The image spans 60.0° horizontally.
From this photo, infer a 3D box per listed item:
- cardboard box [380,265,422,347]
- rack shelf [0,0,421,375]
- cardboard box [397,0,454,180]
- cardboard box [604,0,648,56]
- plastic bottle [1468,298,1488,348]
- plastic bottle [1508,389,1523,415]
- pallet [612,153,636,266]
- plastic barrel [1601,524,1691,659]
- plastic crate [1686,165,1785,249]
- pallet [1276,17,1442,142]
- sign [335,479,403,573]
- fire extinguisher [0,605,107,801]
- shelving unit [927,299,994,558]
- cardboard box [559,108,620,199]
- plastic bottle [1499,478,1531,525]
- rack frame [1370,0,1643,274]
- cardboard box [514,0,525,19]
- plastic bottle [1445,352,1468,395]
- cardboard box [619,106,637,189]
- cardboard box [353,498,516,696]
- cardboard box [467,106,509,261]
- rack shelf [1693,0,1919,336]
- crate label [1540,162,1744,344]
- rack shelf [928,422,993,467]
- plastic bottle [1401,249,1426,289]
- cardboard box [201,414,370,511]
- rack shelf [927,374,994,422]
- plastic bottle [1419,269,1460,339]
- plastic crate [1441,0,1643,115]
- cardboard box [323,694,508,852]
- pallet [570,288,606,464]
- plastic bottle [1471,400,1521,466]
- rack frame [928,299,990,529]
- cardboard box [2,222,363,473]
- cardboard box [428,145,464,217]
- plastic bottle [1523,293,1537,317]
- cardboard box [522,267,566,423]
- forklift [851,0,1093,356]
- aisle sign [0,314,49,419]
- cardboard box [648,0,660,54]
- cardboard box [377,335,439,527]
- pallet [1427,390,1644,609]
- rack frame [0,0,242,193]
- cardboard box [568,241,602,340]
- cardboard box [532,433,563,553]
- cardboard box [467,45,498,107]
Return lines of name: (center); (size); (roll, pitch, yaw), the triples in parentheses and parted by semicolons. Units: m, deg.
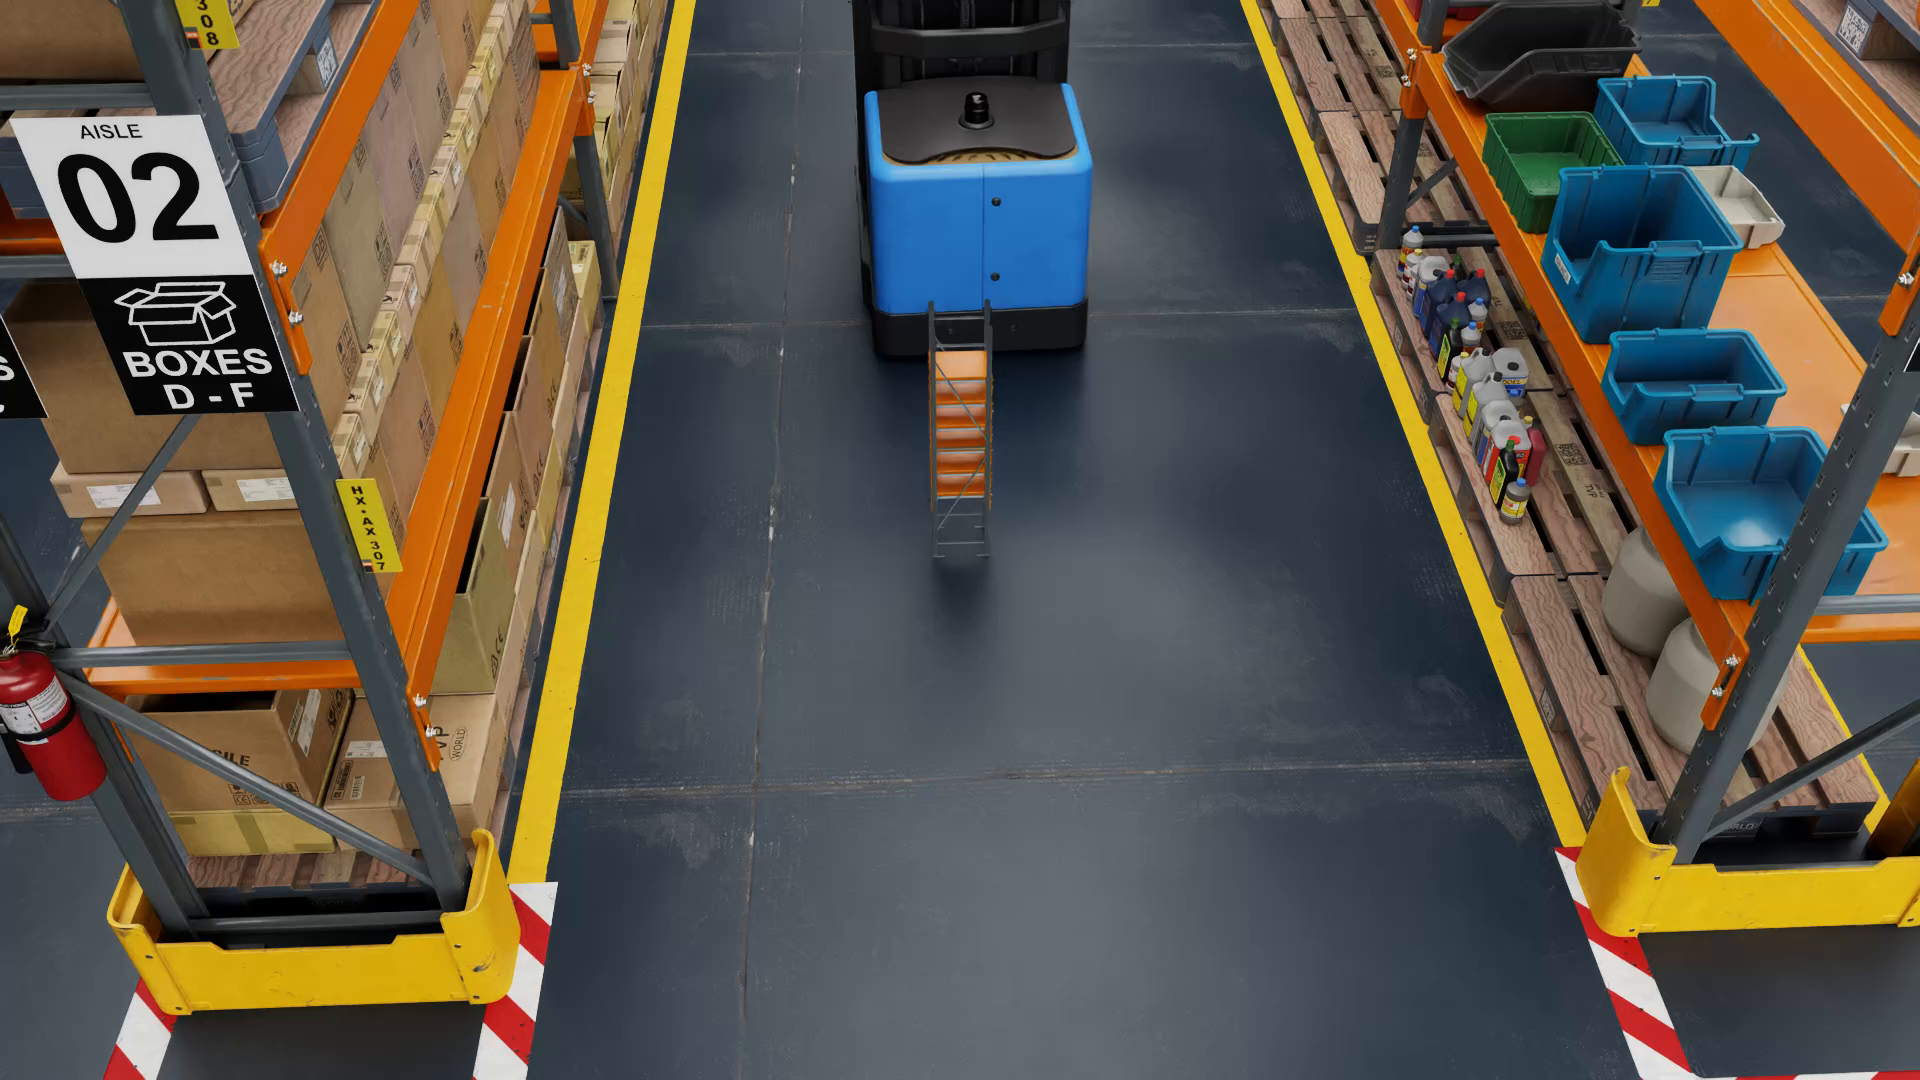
cardboard box: (-1.938, -0.739, 5.282); (0.380, 0.149, 0.250); (-2, 43, -2)
rack shelf: (-2.190, -1.865, 5.378); (1.077, 0.370, 4.000); (-2, 43, -2)
cardboard box: (-2.185, -1.574, 5.713); (0.700, 0.500, 0.500); (-2, 43, -2)
cardboard box: (-2.110, -3.047, 9.663); (0.500, 0.311, 0.500); (-1, 43, -1)
plastic bottle: (2.421, -1.020, 7.836); (0.097, 0.271, 0.097); (0, 43, 0)
plastic bottle: (2.447, -0.581, 7.410); (0.097, 0.201, 0.097); (0, 43, 0)
pallet: (-2.345, -1.843, 9.105); (1.003, 0.211, 1.213); (-2, 43, -2)
plastic barrel: (2.719, 0.168, 6.378); (0.421, 0.512, 0.421); (0, 43, 0)
plastic crate: (2.996, -1.328, 6.674); (0.530, 0.136, 0.437); (-2, 43, -2)
pallet: (2.547, -2.841, 10.193); (1.003, 0.211, 1.213); (-2, 43, -2)
sign: (-1.550, -0.035, 4.369); (0.100, 0.325, 0.005); (-2, 43, -2)
fire extinguisher: (-2.564, 0.447, 4.600); (0.296, 0.674, 0.183); (-2, 43, -2)
shelving unit: (0.001, -0.433, 6.834); (0.258, 1.200, 0.189); (-2, 43, -2)
cardboard box: (-2.043, -2.009, 8.531); (0.500, 0.311, 0.500); (-2, 43, -2)
plastic bottle: (2.328, -0.172, 6.963); (0.097, 0.201, 0.097); (0, 43, 0)
rack frame: (2.674, -2.515, 7.773); (1.000, 3.000, 0.127); (-2, 43, -2)
cardboard box: (-2.041, -2.306, 6.992); (0.380, 0.149, 0.250); (-2, 43, -3)
plastic bottle: (2.291, -0.769, 7.615); (0.097, 0.201, 0.097); (0, 43, 0)
cardboard box: (-2.065, -2.141, 9.090); (0.500, 0.250, 0.500); (-1, 43, -1)
cardboard box: (-1.928, 0.202, 5.979); (0.500, 0.500, 0.500); (-2, 43, -2)
cardboard box: (-2.203, -1.418, 6.503); (0.700, 0.500, 0.500); (-1, 43, -1)
rack shelf: (2.759, -2.005, 5.530); (1.077, 0.370, 4.000); (-2, 43, -2)
crate label: (2.496, -1.062, 6.162); (0.502, 0.435, 0.616); (-2, 43, -2)
rack shelf: (0.001, -0.400, 6.864); (0.258, 0.103, 0.180); (-2, 43, -2)
plastic bottle: (2.254, -1.349, 8.247); (0.097, 0.201, 0.097); (0, 43, 0)
cardboard box: (-1.906, -0.222, 4.718); (0.380, 0.149, 0.250); (-2, 43, -2)
rack shelf: (0.001, -0.577, 6.702); (0.258, 0.103, 0.180); (-2, 43, -2)
plastic bottle: (2.294, -1.143, 7.912); (0.144, 0.351, 0.185); (-1, 43, -1)
plastic crate: (2.570, -2.135, 7.405); (0.767, 0.338, 0.504); (-2, 43, -2)
cardboard box: (-1.905, 0.816, 5.864); (0.500, 0.250, 0.500); (-2, 43, -2)
pallet: (-2.283, -0.809, 7.976); (1.003, 0.211, 1.213); (-2, 43, -2)
plastic bottle: (2.339, -0.464, 7.227); (0.152, 0.276, 0.135); (-3, 43, -3)
rack frame: (-0.003, -0.494, 6.901); (0.240, 1.200, 0.006); (-2, 43, -2)
cardboard box: (-2.114, -0.541, 4.586); (0.700, 0.500, 0.500); (-1, 43, -2)
cardboard box: (-1.971, -1.259, 5.850); (0.380, 0.149, 0.250); (-1, 43, -1)
plastic bottle: (2.846, -1.270, 8.050); (0.144, 0.351, 0.185); (-2, 43, -2)
cardboard box: (-2.002, -0.810, 7.083); (0.500, 0.500, 0.500); (-2, 43, -2)
forklift: (-0.015, -2.969, 8.320); (1.130, 2.935, 3.031); (-3, 43, -3)
aisle sign: (-2.395, -0.580, 3.739); (0.394, 0.787, 0.004); (-2, 43, -2)
cardboard box: (-2.135, -3.181, 10.224); (0.500, 0.250, 0.500); (-1, 43, -1)
cardboard box: (-2.139, -0.381, 5.372); (0.700, 0.500, 0.500); (-1, 43, -1)
pallet: (2.716, -0.206, 7.319); (1.003, 0.211, 1.213); (-2, 43, -2)
rack frame: (-2.105, -1.886, 2.648); (1.000, 3.000, 0.127); (-2, 43, -2)
cardboard box: (-2.037, -1.209, 8.074); (0.500, 0.250, 0.500); (-2, 43, -2)
cardboard box: (-1.967, -0.197, 6.969); (0.500, 0.250, 0.500); (-2, 43, -2)
cardboard box: (-2.008, -1.786, 6.425); (0.380, 0.149, 0.250); (-2, 43, -2)
